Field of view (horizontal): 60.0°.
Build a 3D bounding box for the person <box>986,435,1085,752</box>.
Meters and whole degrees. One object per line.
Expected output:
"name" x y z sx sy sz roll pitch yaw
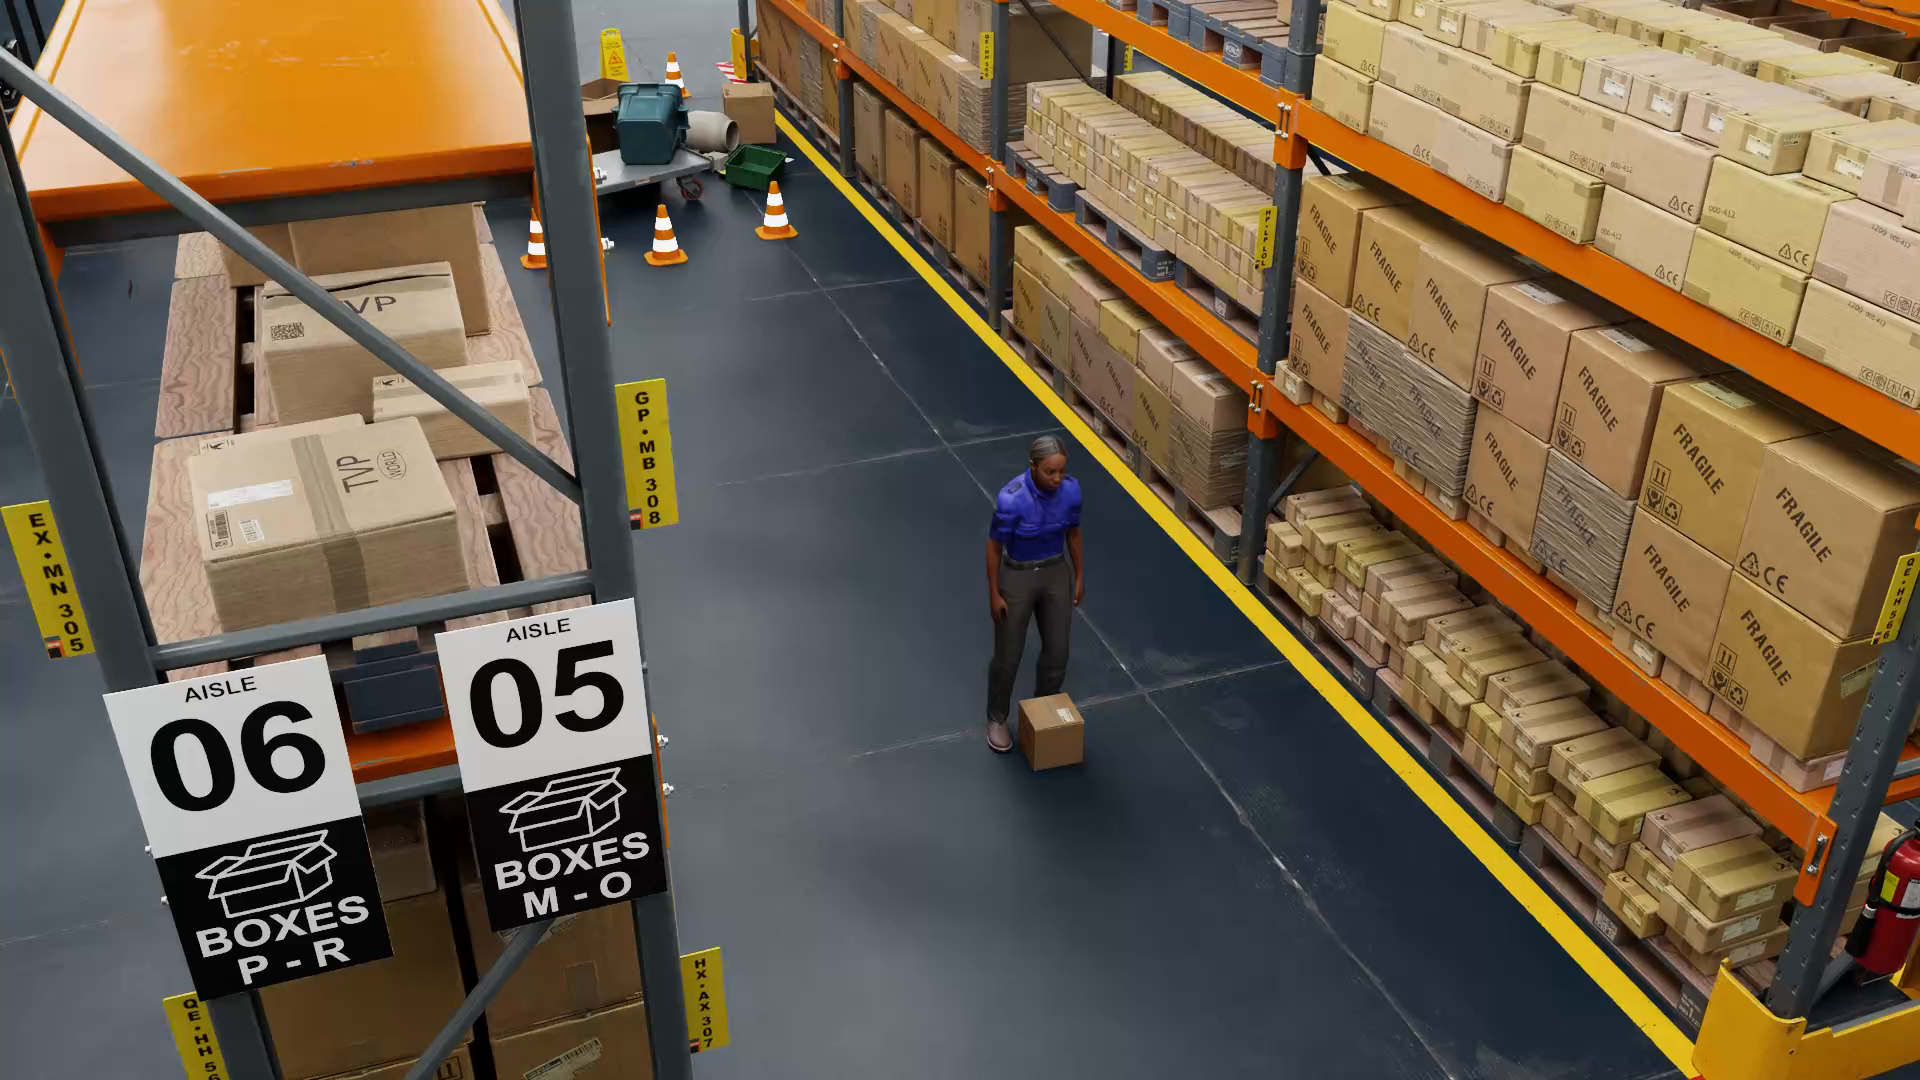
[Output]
"person" 0.363 0.231 7.942 0.522 1.655 0.393 -11 32 -19
